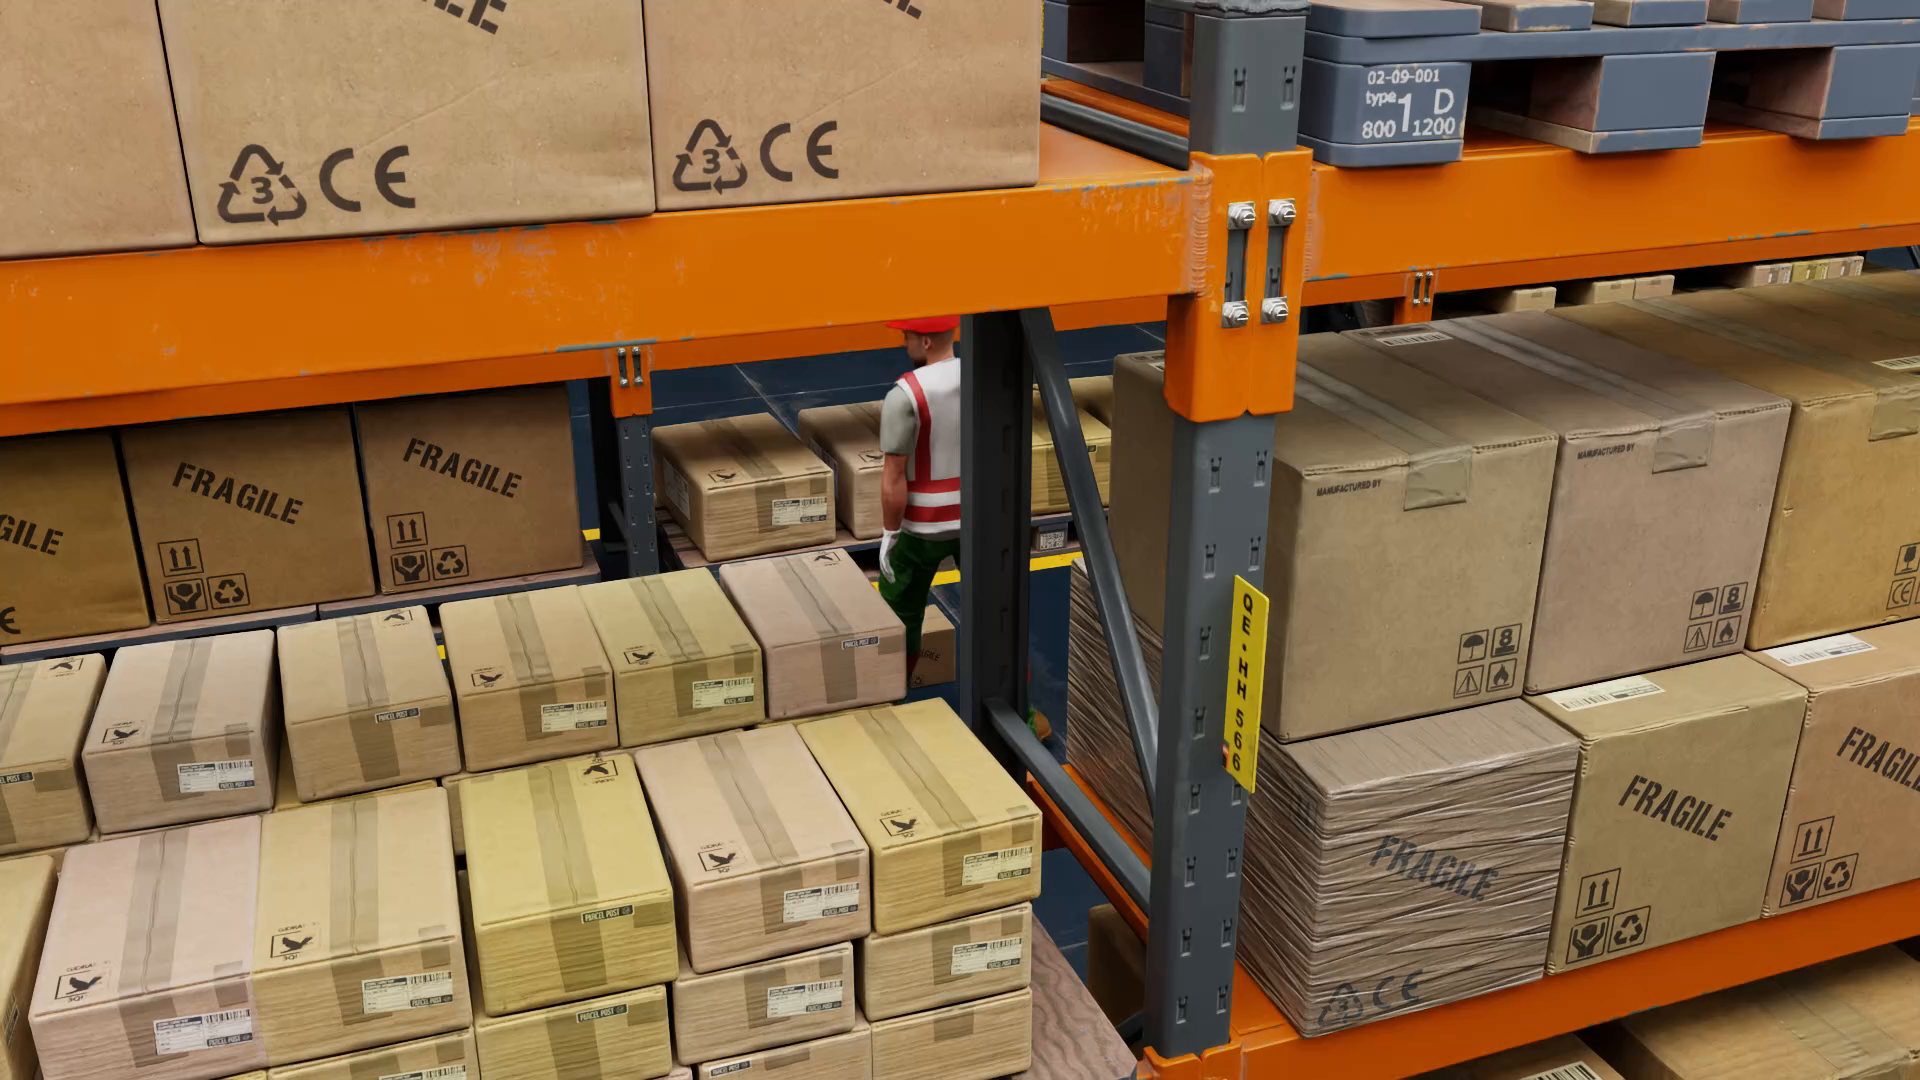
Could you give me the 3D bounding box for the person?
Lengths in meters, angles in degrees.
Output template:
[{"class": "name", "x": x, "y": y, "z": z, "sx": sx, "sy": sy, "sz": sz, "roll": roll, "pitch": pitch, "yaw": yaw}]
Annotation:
[{"class": "person", "x": -0.037, "y": -0.075, "z": 6.283, "sx": 0.648, "sy": 1.772, "sz": 0.842, "roll": -9, "pitch": 24, "yaw": -20}]
